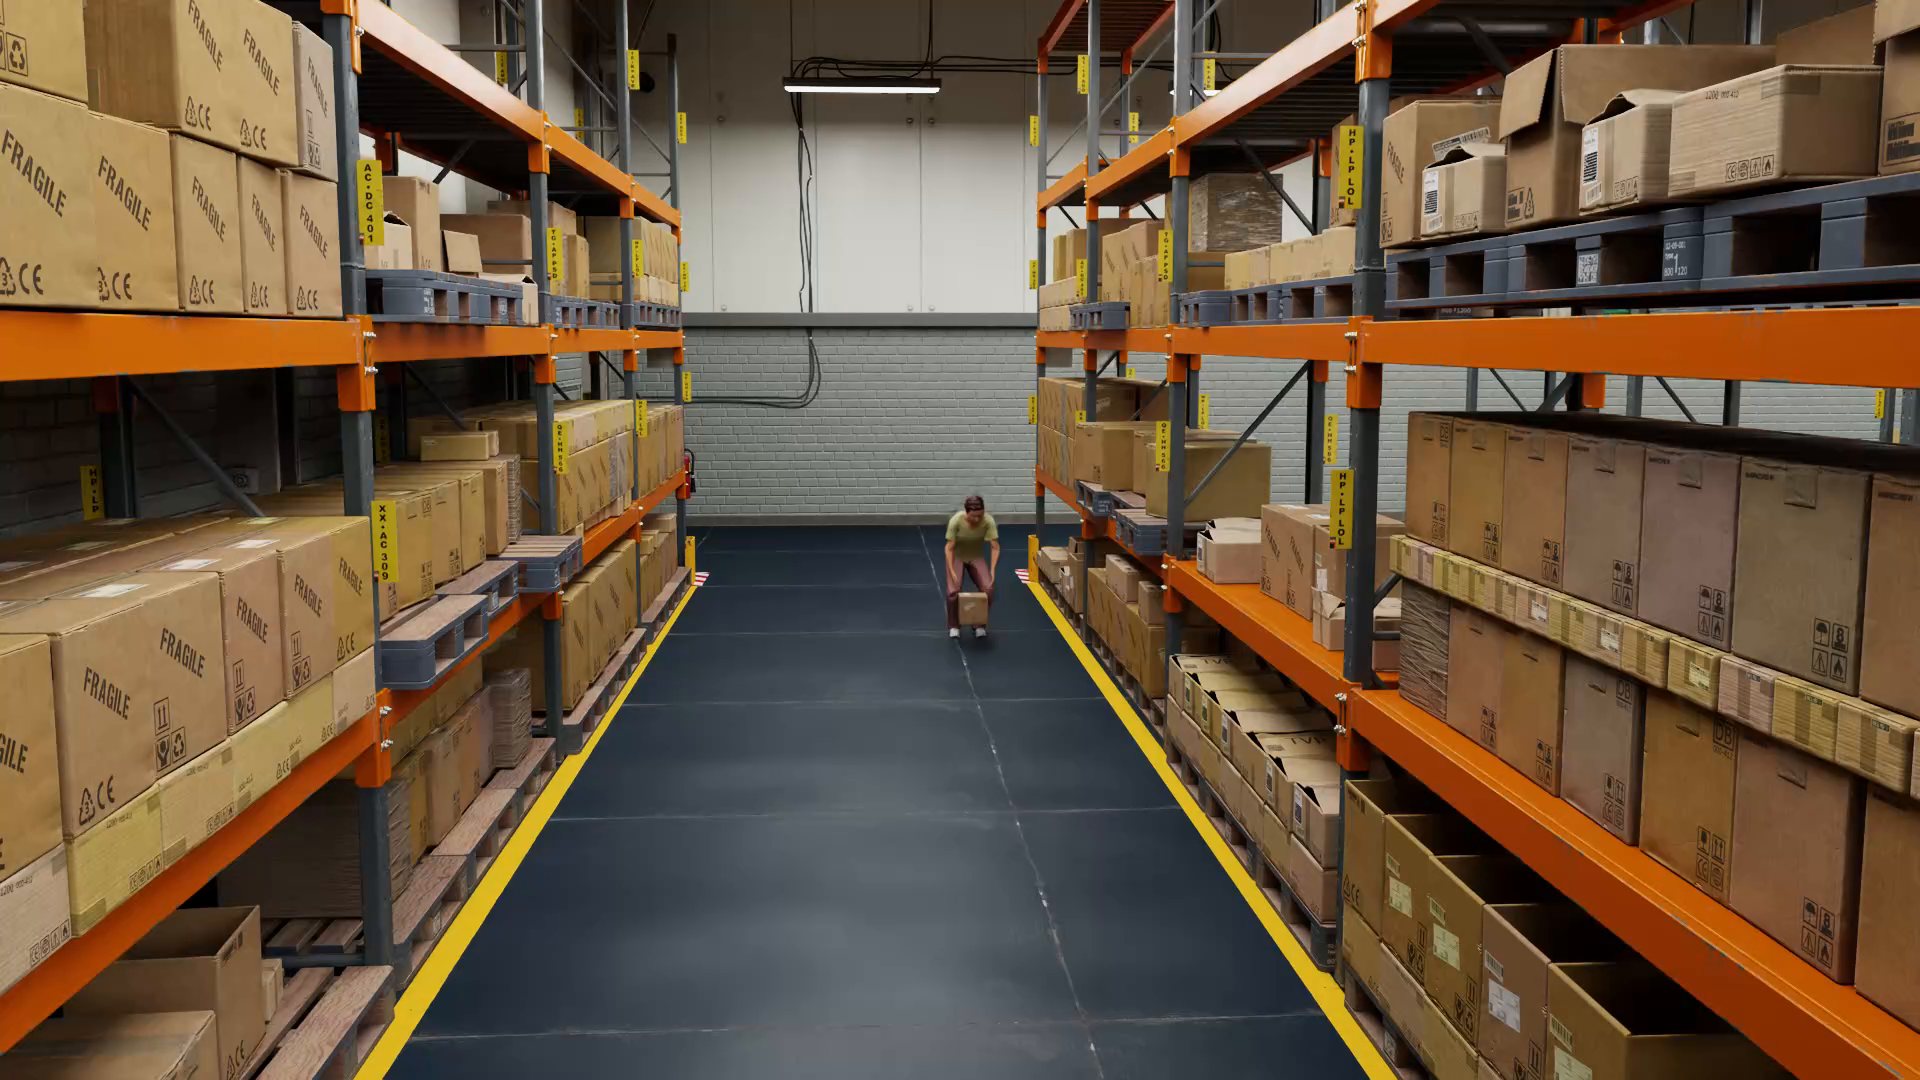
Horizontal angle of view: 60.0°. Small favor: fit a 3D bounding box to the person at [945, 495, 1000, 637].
[{"bbox_3d":[0.105,0.231,15.293,0.511,1.335,0.666,-1,7,-7],"label":"person"}]
